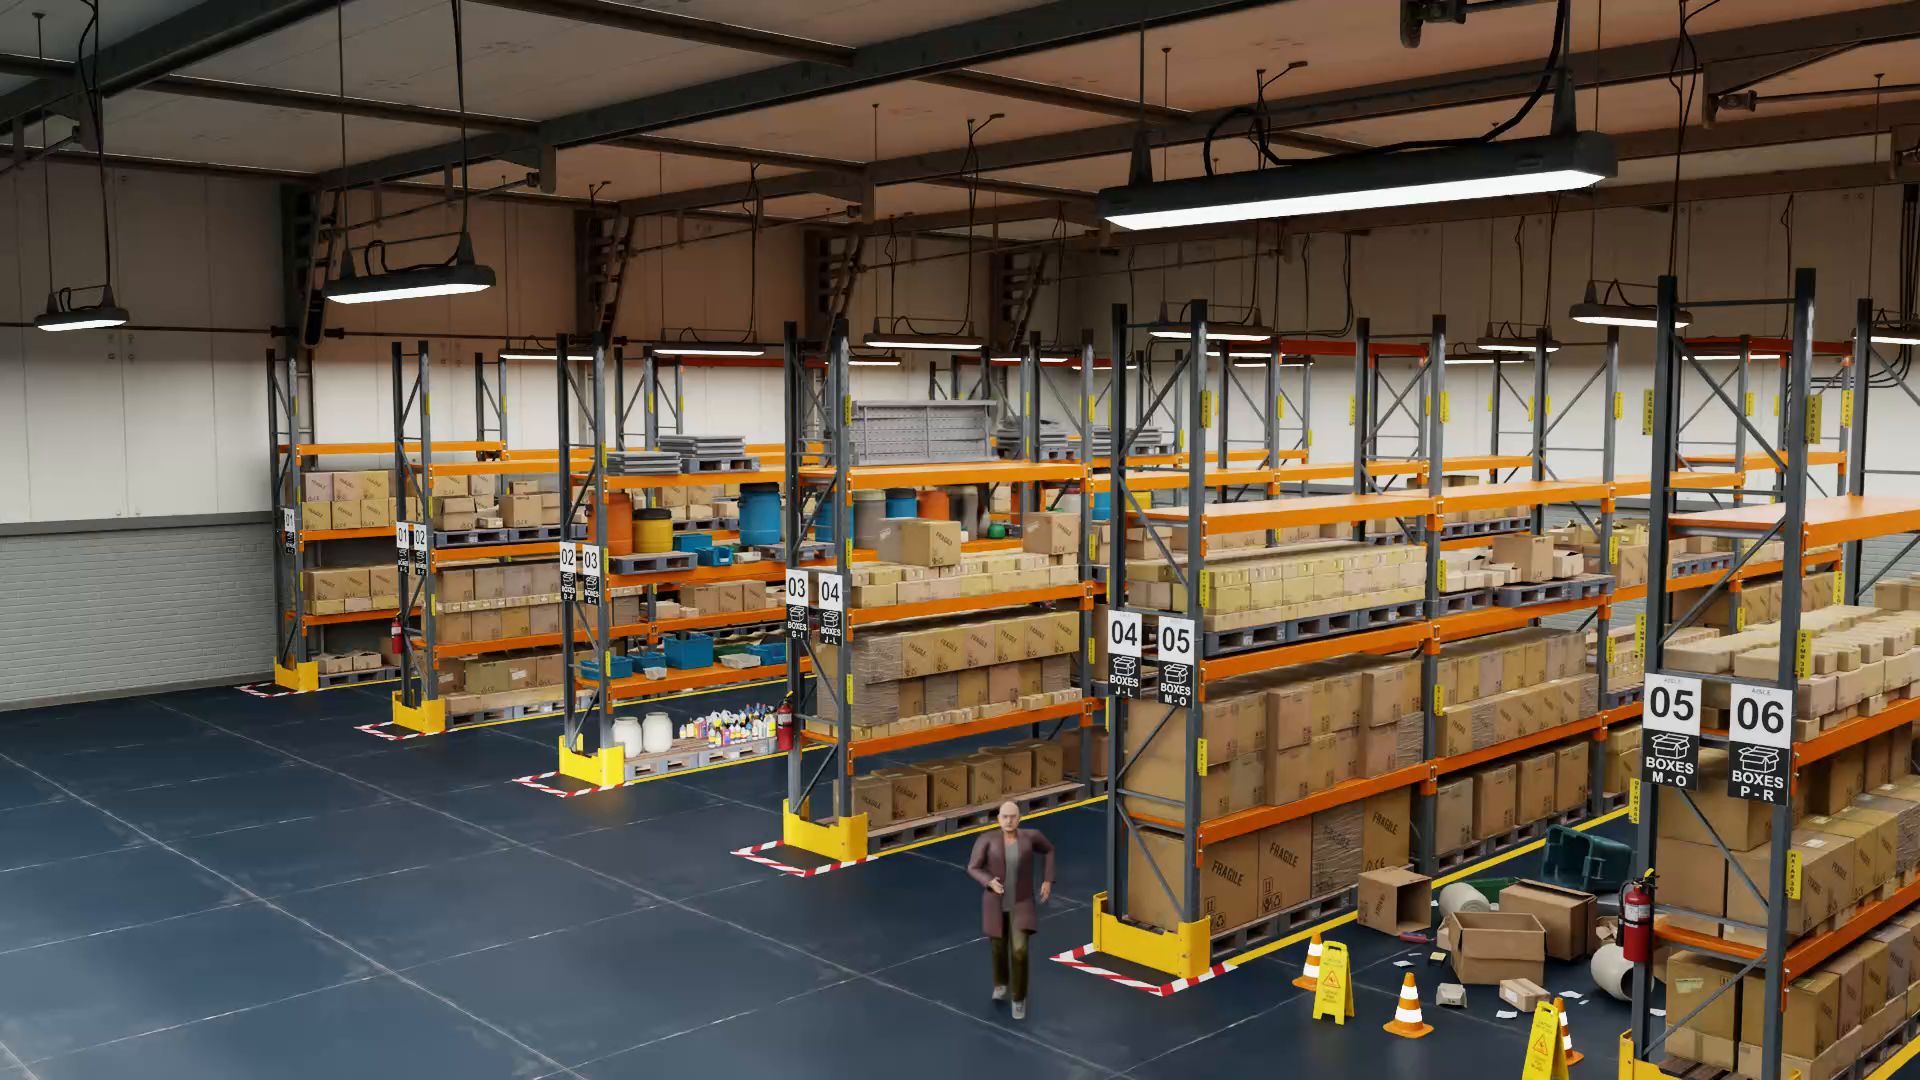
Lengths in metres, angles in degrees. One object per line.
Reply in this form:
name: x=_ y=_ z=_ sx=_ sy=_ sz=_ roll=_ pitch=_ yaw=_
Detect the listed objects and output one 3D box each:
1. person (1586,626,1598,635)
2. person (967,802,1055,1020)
person: x=9.563 y=2.166 z=25.071 sx=0.611 sy=1.765 sz=0.865 roll=4 pitch=6 yaw=39
person: x=0.427 y=3.108 z=13.917 sx=0.731 sy=1.841 sz=0.820 roll=0 pitch=5 yaw=2
